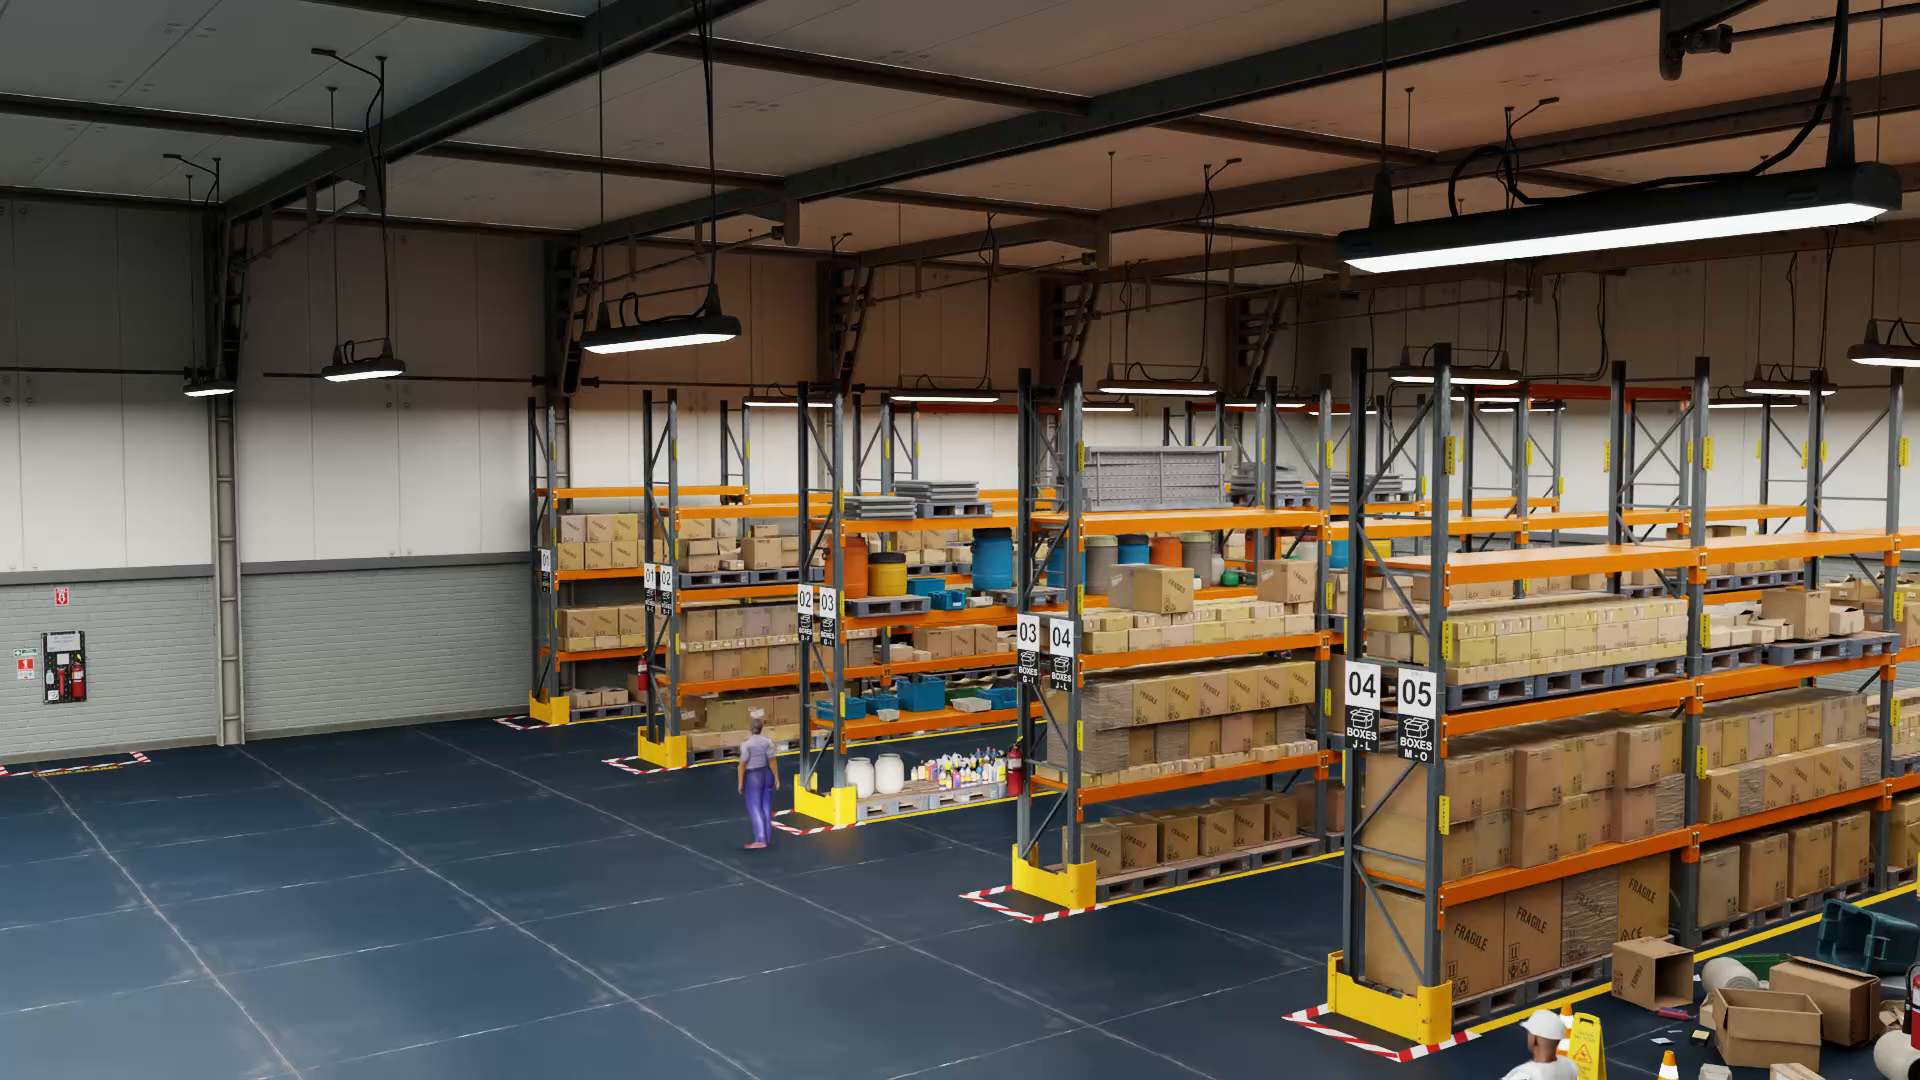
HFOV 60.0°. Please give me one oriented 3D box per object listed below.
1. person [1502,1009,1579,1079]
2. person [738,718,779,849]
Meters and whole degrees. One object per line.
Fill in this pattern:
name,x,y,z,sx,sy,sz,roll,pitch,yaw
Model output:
person,3.410,3.690,10.026,0.565,1.779,0.630,2,4,27
person,-2.575,3.086,21.186,0.401,1.654,0.572,2,4,35
